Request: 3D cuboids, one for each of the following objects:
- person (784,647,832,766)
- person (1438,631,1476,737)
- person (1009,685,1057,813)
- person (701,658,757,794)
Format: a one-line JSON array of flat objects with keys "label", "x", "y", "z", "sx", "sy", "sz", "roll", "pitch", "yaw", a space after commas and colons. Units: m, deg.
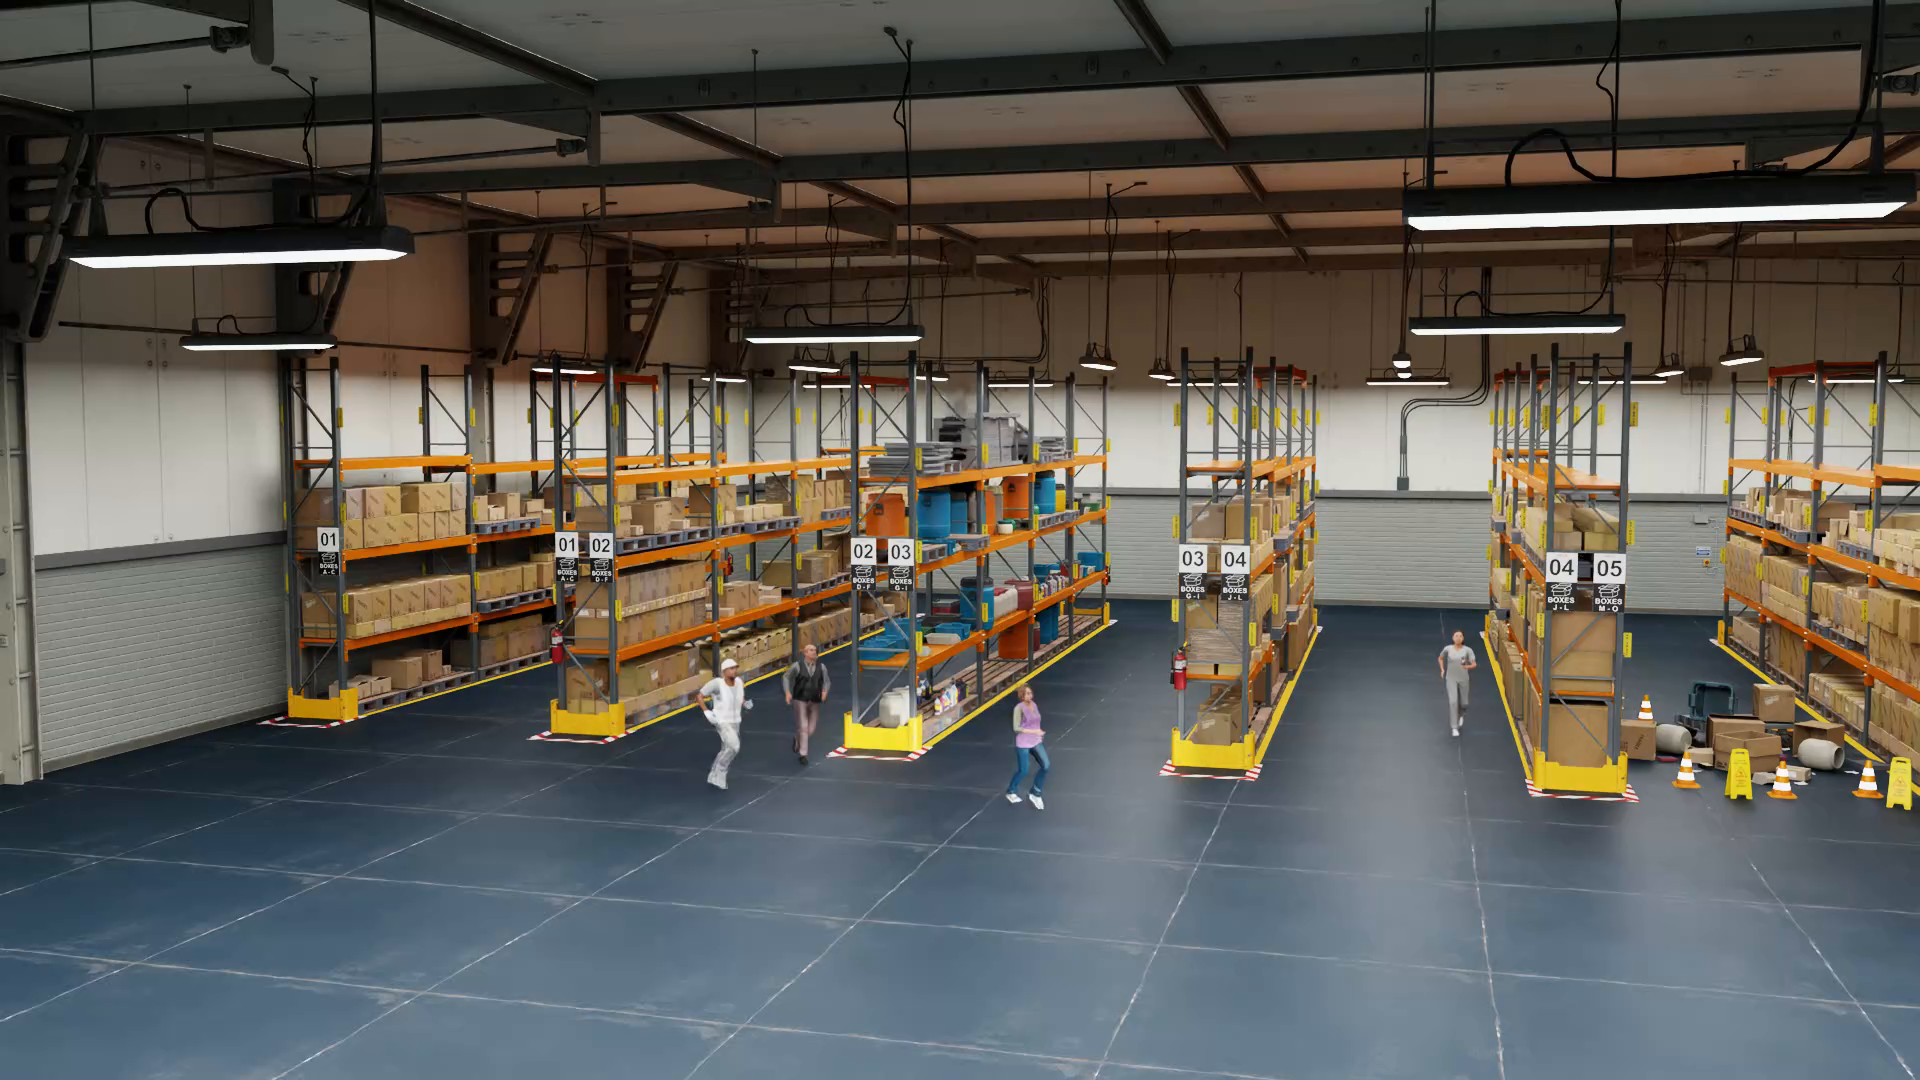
[{"label": "person", "x": -2.187, "y": 2.402, "z": 24.237, "sx": 0.707, "sy": 1.681, "sz": 0.624, "roll": -2, "pitch": 5, "yaw": -21}, {"label": "person", "x": 7.842, "y": 2.255, "z": 26.264, "sx": 0.575, "sy": 1.635, "sz": 0.802, "roll": 1, "pitch": 4, "yaw": 14}, {"label": "person", "x": 0.943, "y": 2.656, "z": 21.297, "sx": 0.541, "sy": 1.620, "sz": 0.733, "roll": -4, "pitch": 6, "yaw": -41}, {"label": "person", "x": -3.087, "y": 2.485, "z": 22.418, "sx": 0.806, "sy": 1.811, "sz": 0.659, "roll": 3, "pitch": 5, "yaw": 35}]
